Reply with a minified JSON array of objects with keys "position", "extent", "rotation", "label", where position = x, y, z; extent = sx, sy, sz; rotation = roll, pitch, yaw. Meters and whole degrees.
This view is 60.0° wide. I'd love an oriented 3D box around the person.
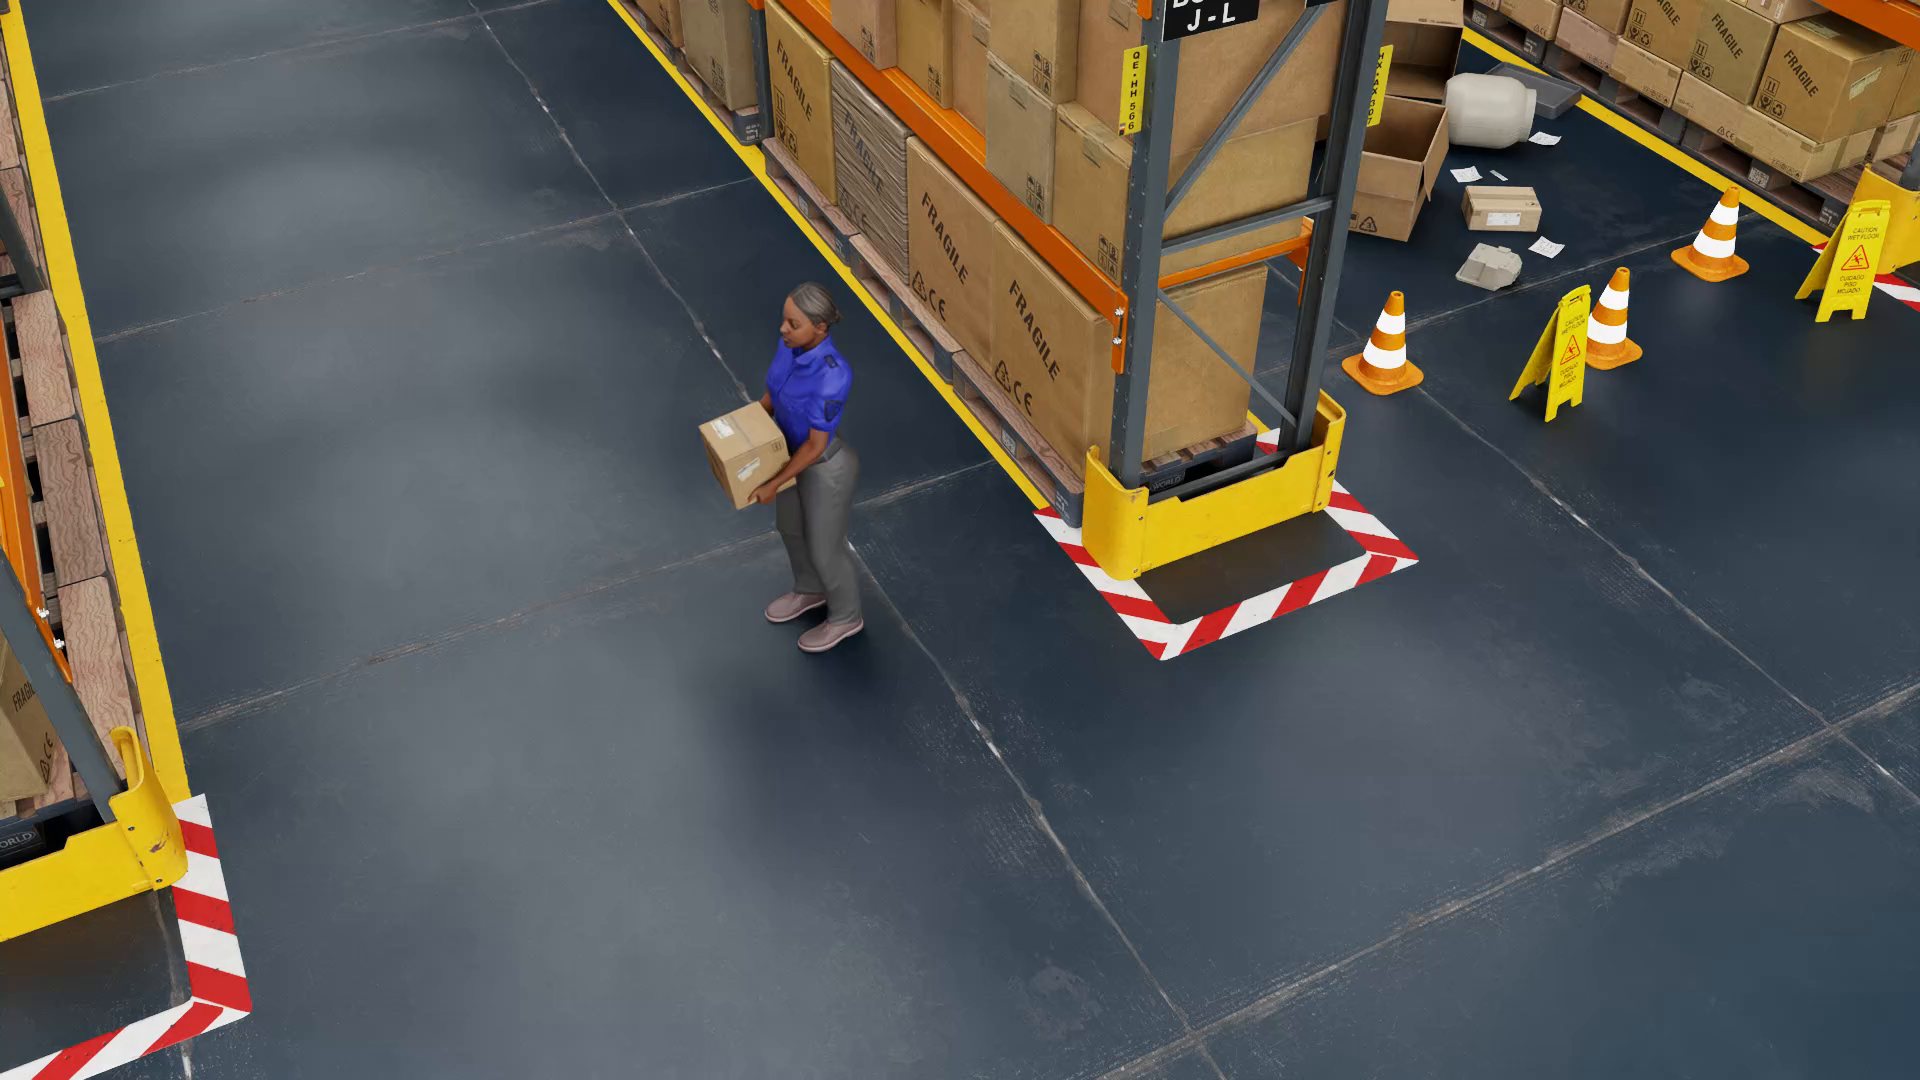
[{"position":[-0.646,-0.260,6.464],"extent":[0.499,1.657,0.441],"rotation":[-19,45,-21],"label":"person"}]
